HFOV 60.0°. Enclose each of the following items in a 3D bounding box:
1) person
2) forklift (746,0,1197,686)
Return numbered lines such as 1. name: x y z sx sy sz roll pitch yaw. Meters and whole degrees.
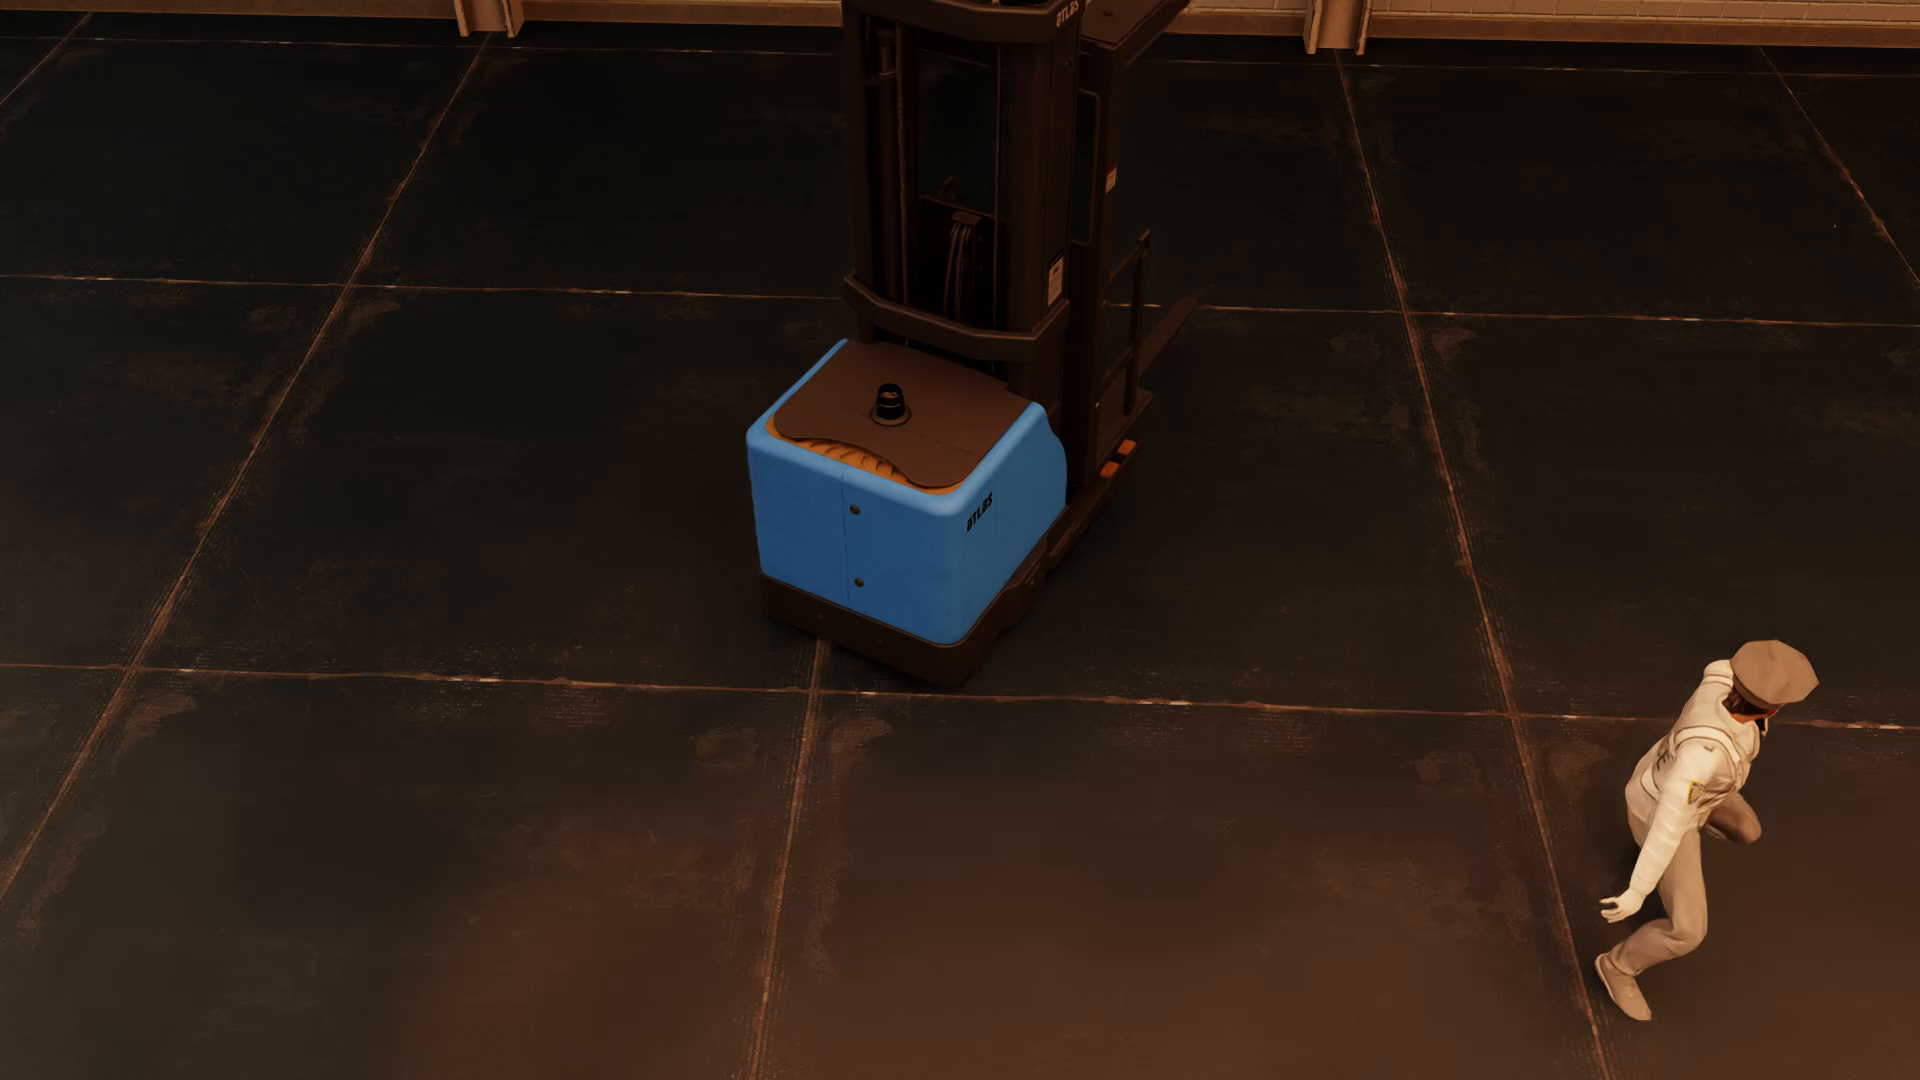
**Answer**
1. person: 2.529 0.955 5.790 0.466 1.540 1.051 29 50 28
2. forklift: 0.257 -1.442 7.322 1.130 2.935 3.031 21 46 21
